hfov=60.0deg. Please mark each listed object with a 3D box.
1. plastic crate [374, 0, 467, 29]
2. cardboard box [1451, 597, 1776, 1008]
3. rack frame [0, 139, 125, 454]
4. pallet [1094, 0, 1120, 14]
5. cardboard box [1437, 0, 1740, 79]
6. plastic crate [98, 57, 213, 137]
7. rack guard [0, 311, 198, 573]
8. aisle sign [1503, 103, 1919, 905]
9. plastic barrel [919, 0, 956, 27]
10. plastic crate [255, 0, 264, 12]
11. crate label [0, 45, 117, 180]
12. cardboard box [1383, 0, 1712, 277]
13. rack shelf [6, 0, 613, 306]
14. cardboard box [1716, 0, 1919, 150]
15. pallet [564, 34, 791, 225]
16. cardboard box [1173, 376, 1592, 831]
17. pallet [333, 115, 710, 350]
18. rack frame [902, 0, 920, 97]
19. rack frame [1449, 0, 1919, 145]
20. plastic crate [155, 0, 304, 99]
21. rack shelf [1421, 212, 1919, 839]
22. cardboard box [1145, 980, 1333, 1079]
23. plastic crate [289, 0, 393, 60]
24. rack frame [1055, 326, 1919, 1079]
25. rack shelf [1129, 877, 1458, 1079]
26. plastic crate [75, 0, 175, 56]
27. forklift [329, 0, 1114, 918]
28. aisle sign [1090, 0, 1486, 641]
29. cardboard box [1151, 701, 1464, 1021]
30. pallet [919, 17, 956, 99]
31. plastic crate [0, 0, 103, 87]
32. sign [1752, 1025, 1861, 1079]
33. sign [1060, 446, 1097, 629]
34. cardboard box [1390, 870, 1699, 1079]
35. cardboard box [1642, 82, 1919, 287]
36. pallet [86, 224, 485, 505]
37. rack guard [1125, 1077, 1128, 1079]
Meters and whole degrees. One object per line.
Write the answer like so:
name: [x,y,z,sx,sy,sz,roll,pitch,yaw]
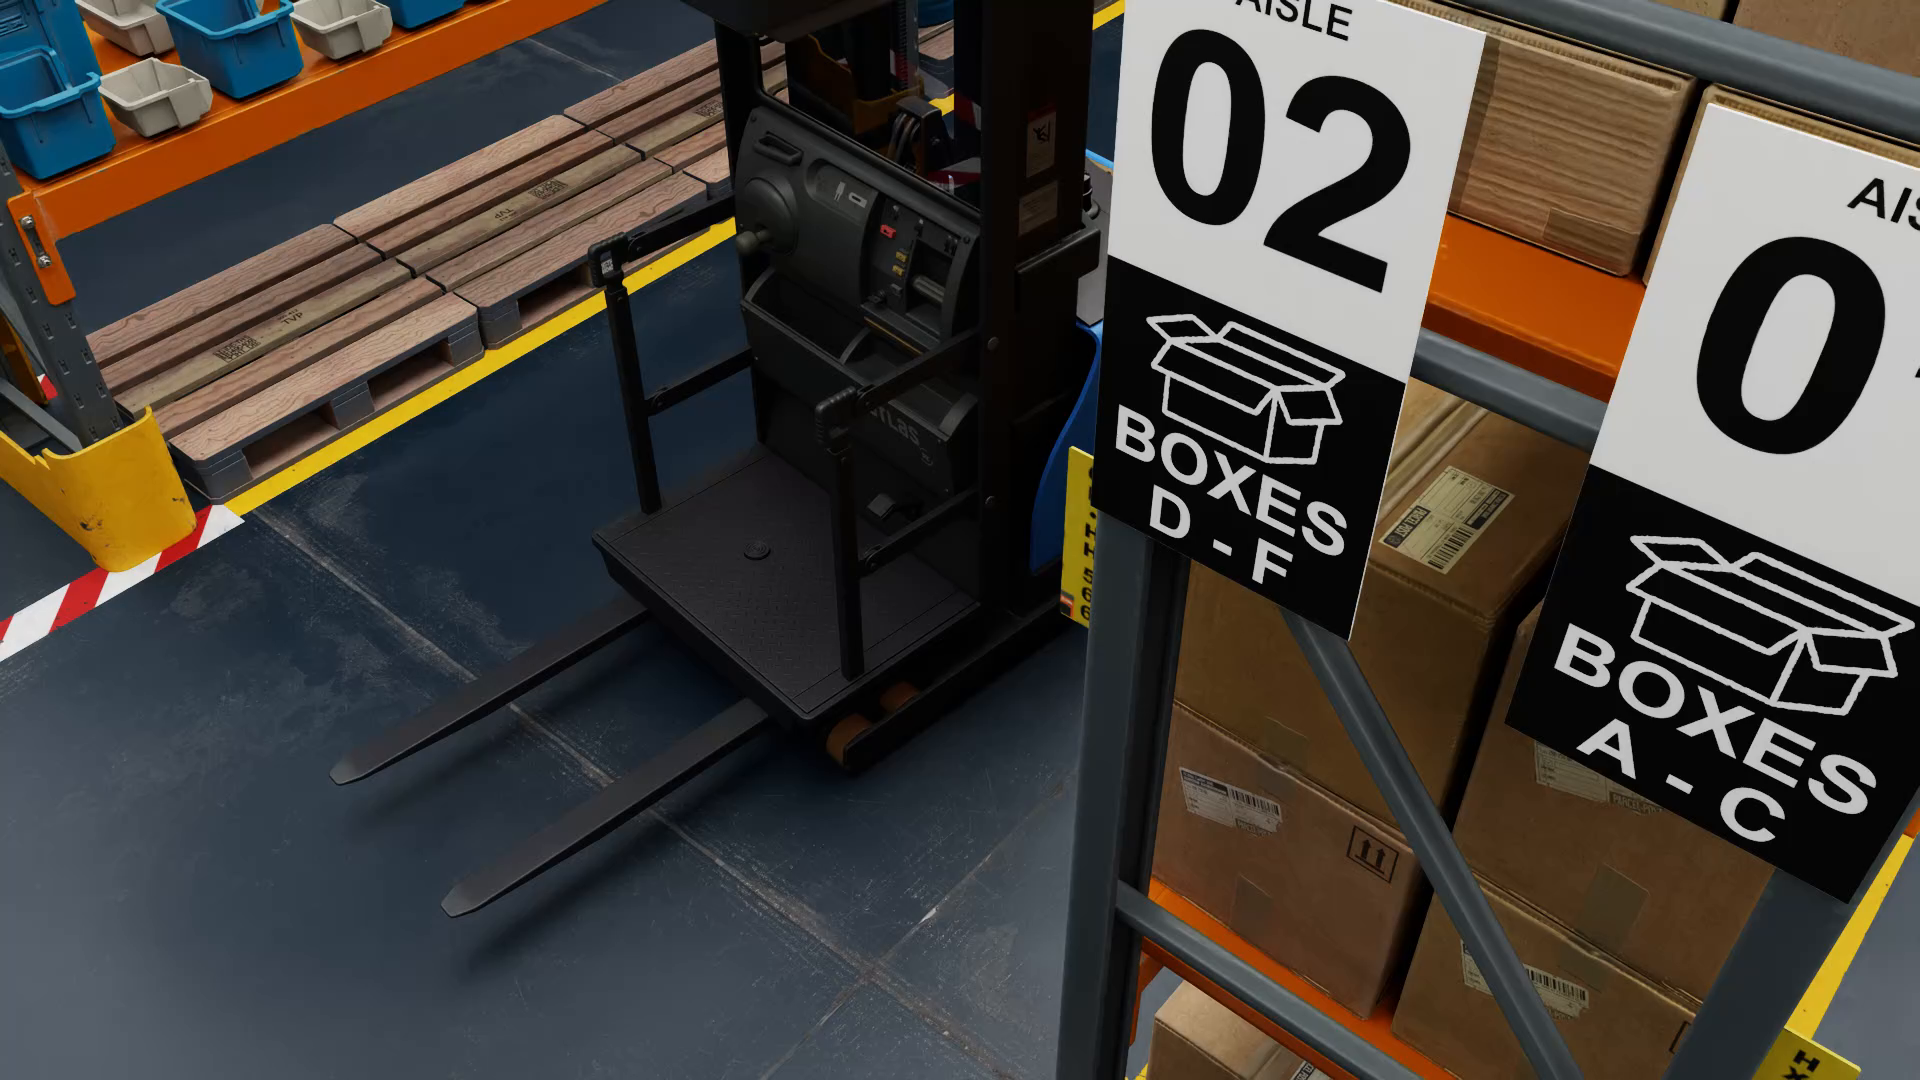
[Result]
plastic crate: [-1.926,-1.963,5.759,0.416,0.233,0.300,29,50,28]
cardboard box: [1.092,0.285,2.389,0.500,0.500,0.500,31,51,30]
rack frame: [-3.185,-1.340,4.994,1.000,3.000,0.127,29,50,28]
pallet: [0.703,-3.378,9.309,1.003,0.211,1.213,29,50,28]
cardboard box: [0.740,-0.808,1.919,0.500,0.250,0.500,29,50,28]
plastic crate: [-2.504,-1.379,5.188,0.250,0.136,0.298,29,50,28]
rack guard: [-3.190,-0.397,5.815,1.175,0.500,0.348,29,50,28]
aisle sign: [0.785,0.007,1.581,0.394,0.787,0.004,29,50,28]
plastic barrel: [-0.247,-3.052,8.124,0.600,0.901,0.708,29,50,28]
plastic crate: [-2.601,-1.906,5.768,0.396,0.136,0.243,29,50,28]
crate label: [-2.774,-1.285,5.014,0.416,0.233,0.303,29,50,28]
cardboard box: [0.733,-0.627,2.091,0.500,0.250,0.500,29,50,28]
rack shelf: [-1.897,-2.104,6.369,1.077,0.370,4.000,29,50,28]
cardboard box: [1.134,-0.585,1.674,0.500,0.250,0.500,29,50,28]
pallet: [-1.054,-1.973,7.763,1.003,0.211,1.213,29,50,28]
cardboard box: [0.680,0.051,2.647,0.500,0.500,0.500,29,50,28]
pallet: [-1.839,-1.342,7.069,1.003,0.211,1.213,29,50,28]
rack frame: [-0.610,-3.400,7.260,1.000,3.000,0.127,29,50,28]
rack frame: [0.604,-1.413,0.615,1.000,3.000,0.127,29,50,28]
plastic crate: [-2.350,-1.624,5.386,0.416,0.233,0.300,29,50,28]
rack shelf: [1.891,-1.067,2.999,1.077,0.370,4.000,29,50,28]
cardboard box: [0.766,1.182,3.752,0.500,0.500,0.500,29,50,28]
plastic crate: [-2.067,-1.728,5.572,0.250,0.136,0.298,29,50,28]
rack frame: [0.604,0.806,2.634,1.000,3.000,0.127,29,50,28]
rack shelf: [1.891,0.043,4.008,1.077,0.370,4.000,29,50,28]
plastic crate: [-2.798,-1.763,5.611,0.396,0.136,0.243,29,50,28]
forklift: [-0.455,-0.796,4.447,3.031,2.935,1.130,-32,51,-31]
aisle sign: [0.326,-0.253,1.866,0.394,0.787,0.004,29,50,28]
cardboard box: [0.684,0.421,2.983,0.500,0.500,0.500,31,51,30]
pallet: [-0.082,-2.747,8.615,1.003,0.211,1.213,29,50,28]
plastic crate: [-3.112,-1.629,5.241,0.616,0.435,0.499,29,50,28]
sign: [1.020,0.721,2.084,0.100,0.325,0.005,29,50,28]
sign: [0.192,0.010,2.413,0.100,0.325,0.005,29,50,28]
cardboard box: [1.092,0.655,2.726,0.500,0.500,0.500,31,50,29]
cardboard box: [1.129,-0.403,1.845,0.500,0.250,0.500,29,50,28]
pallet: [-2.624,-0.716,6.381,1.003,0.211,1.213,29,50,28]
rack guard: [0.653,1.692,3.518,1.175,0.500,0.348,29,50,28]
